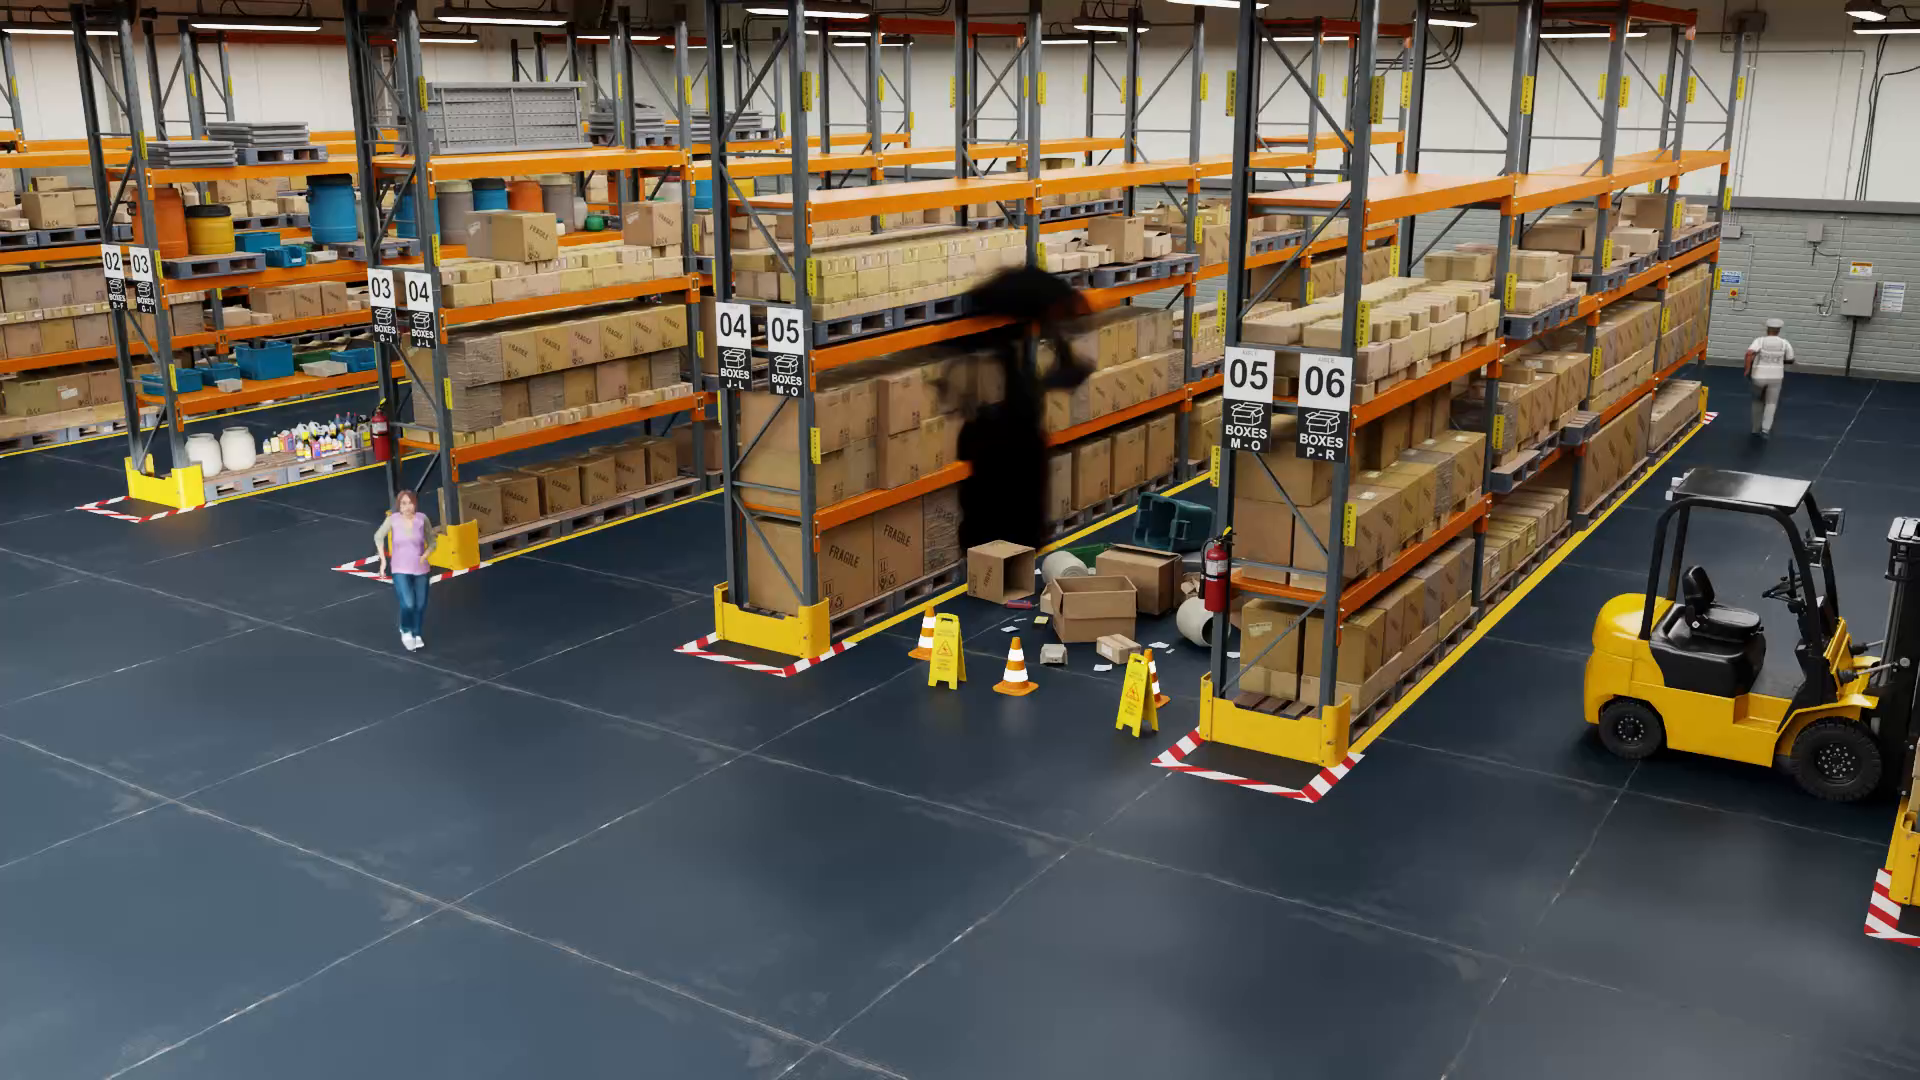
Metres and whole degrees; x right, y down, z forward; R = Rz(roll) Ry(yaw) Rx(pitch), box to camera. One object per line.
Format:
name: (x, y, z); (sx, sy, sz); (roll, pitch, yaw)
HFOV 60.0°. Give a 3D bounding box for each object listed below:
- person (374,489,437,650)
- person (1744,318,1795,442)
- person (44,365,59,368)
person: (-5.026, 0.296, 15.191); (0.509, 1.554, 0.690); (-8, 17, -26)
person: (11.732, -2.321, 24.174); (0.650, 1.795, 0.920); (8, 17, 26)
person: (-14.192, -2.811, 26.008); (0.589, 1.831, 0.834); (9, 18, 29)
